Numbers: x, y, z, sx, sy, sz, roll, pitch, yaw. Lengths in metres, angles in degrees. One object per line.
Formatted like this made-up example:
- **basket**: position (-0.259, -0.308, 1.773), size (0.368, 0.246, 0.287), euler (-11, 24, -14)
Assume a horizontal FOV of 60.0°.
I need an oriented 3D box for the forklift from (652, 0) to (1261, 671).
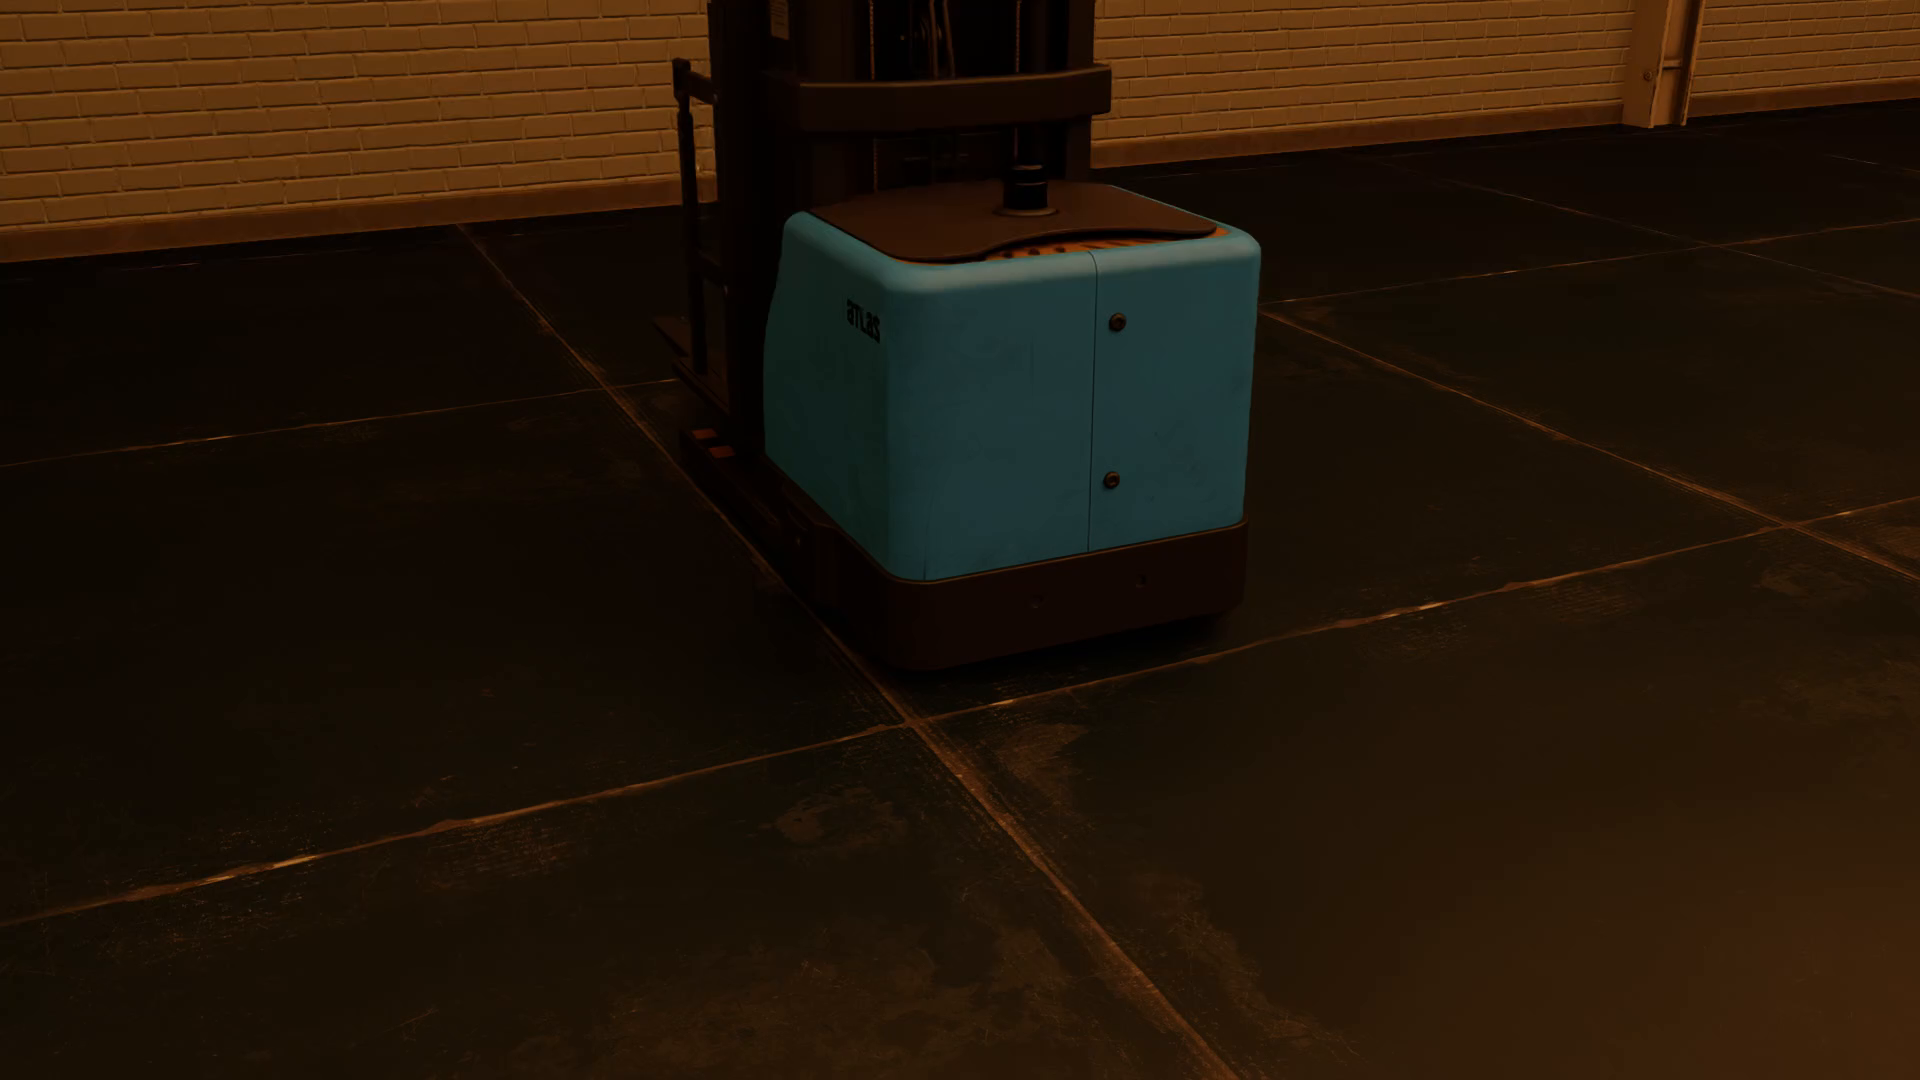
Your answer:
- **forklift**: position (-0.297, -1.559, 5.038), size (1.130, 2.935, 3.031), euler (-10, 25, -22)
